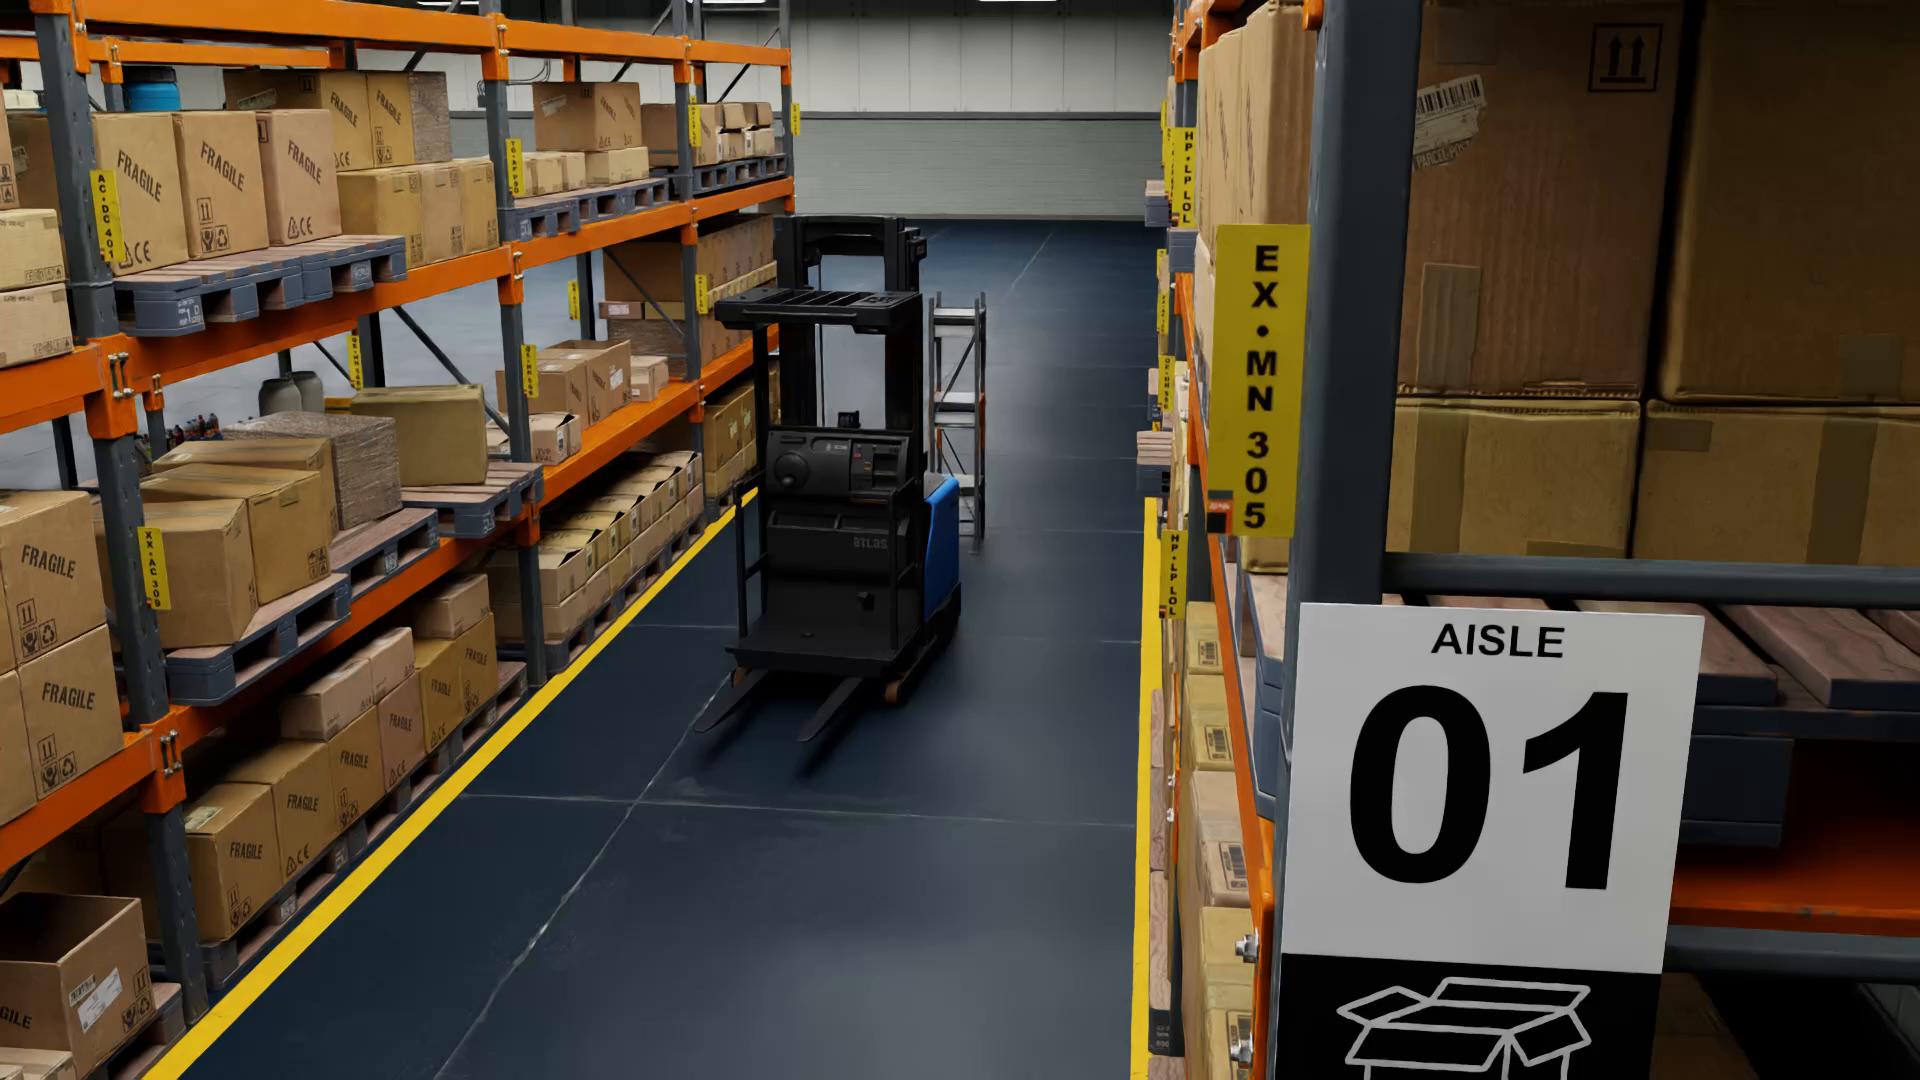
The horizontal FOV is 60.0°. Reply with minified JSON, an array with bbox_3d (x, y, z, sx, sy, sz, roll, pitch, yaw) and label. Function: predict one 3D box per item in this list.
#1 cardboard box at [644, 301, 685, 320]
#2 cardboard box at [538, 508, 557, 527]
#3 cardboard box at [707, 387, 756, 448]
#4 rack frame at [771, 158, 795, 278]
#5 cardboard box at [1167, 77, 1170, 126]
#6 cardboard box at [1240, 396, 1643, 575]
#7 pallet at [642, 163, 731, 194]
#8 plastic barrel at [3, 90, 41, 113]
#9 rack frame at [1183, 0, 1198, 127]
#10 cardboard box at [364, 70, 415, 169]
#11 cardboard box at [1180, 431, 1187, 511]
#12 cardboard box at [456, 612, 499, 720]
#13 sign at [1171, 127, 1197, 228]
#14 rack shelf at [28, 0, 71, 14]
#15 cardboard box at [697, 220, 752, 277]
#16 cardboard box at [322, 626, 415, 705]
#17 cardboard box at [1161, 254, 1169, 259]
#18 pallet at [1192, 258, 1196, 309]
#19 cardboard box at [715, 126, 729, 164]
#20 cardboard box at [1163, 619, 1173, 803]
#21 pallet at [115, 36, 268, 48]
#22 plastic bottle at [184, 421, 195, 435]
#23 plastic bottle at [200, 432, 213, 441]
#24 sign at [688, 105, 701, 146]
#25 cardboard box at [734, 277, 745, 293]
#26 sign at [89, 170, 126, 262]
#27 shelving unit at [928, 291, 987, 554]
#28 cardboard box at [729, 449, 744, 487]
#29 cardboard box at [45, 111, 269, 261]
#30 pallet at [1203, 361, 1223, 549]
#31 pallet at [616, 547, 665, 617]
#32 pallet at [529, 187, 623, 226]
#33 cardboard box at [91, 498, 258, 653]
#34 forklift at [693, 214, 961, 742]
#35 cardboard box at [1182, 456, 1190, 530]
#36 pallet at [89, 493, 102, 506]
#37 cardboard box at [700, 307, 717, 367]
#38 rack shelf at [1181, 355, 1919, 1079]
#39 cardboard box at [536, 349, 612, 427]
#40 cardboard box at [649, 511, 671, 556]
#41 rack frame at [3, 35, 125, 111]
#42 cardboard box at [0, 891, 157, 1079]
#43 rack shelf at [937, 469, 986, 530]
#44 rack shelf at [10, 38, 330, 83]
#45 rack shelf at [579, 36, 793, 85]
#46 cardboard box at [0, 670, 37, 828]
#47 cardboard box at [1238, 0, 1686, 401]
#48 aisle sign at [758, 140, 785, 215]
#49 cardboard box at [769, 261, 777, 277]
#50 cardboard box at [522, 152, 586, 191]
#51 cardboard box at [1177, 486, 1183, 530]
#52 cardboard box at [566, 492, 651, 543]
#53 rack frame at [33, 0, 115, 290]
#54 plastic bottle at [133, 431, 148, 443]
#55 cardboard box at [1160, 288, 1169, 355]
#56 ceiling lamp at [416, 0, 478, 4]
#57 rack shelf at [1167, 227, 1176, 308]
[{"bbox_3d":[-2.497,-1.988,14.332,0.380,0.149,0.250,2,15,6],"label":"cardboard box"},{"bbox_3d":[-3.245,-0.080,12.100,0.500,0.311,0.500,2,15,6],"label":"cardboard box"},{"bbox_3d":[-2.244,-1.170,15.769,0.500,0.500,0.500,2,15,6],"label":"cardboard box"},{"bbox_3d":[-2.269,-2.600,18.030,1.000,3.000,0.127,2,15,6],"label":"rack frame"},{"bbox_3d":[2.089,-3.822,14.658,0.500,0.500,0.500,1,15,4],"label":"cardboard box"},{"bbox_3d":[0.667,-0.129,2.439,0.500,0.250,0.500,2,15,8],"label":"cardboard box"},{"bbox_3d":[-2.650,-3.189,14.634,1.003,0.211,1.213,2,15,6],"label":"pallet"},{"bbox_3d":[-7.557,-3.091,13.141,0.600,0.901,0.600,0,15,0],"label":"plastic barrel"},{"bbox_3d":[1.751,-3.276,9.037,1.000,3.000,0.127,2,15,6],"label":"rack frame"},{"bbox_3d":[-3.285,-2.259,8.914,0.500,0.500,0.500,2,15,6],"label":"cardboard box"},{"bbox_3d":[1.223,-0.299,7.286,0.500,0.250,0.500,2,15,7],"label":"cardboard box"},{"bbox_3d":[-3.044,0.719,9.703,0.500,0.500,0.500,2,15,8],"label":"cardboard box"},{"bbox_3d":[0.759,-1.205,5.533,0.100,0.325,0.005,2,15,6],"label":"sign"},{"bbox_3d":[-3.848,-1.516,3.913,1.077,0.370,4.000,2,15,6],"label":"rack shelf"},{"bbox_3d":[-2.450,-2.872,16.362,0.700,0.500,0.500,2,15,6],"label":"cardboard box"},{"bbox_3d":[-3.157,0.637,8.569,0.500,0.250,0.500,1,15,5],"label":"cardboard box"},{"bbox_3d":[2.301,-2.639,16.988,0.500,0.500,0.500,2,15,6],"label":"cardboard box"},{"bbox_3d":[1.354,-0.937,6.502,0.805,0.209,1.217,1,15,4],"label":"pallet"},{"bbox_3d":[-2.340,-3.500,14.712,0.500,0.311,0.500,1,15,3],"label":"cardboard box"},{"bbox_3d":[1.432,0.869,8.516,0.750,0.750,0.750,2,15,6],"label":"cardboard box"},{"bbox_3d":[-7.441,-4.853,15.997,1.003,0.211,1.213,2,15,6],"label":"pallet"},{"bbox_3d":[-7.754,-1.066,16.742,0.097,0.271,0.097,0,15,0],"label":"plastic bottle"},{"bbox_3d":[-7.138,-0.840,15.754,0.144,0.351,0.185,2,15,8],"label":"plastic bottle"},{"bbox_3d":[-2.180,-3.398,13.643,0.100,0.325,0.005,2,15,6],"label":"sign"},{"bbox_3d":[-2.295,-2.454,16.057,0.380,0.149,0.250,1,15,5],"label":"cardboard box"},{"bbox_3d":[-3.083,-1.171,6.009,0.100,0.325,0.005,2,15,6],"label":"sign"},{"bbox_3d":[-0.019,-0.971,13.729,0.431,2.100,0.503,2,15,6],"label":"shelving unit"},{"bbox_3d":[-2.305,-0.679,15.388,0.500,0.250,0.500,2,15,6],"label":"cardboard box"},{"bbox_3d":[-3.440,-1.537,7.166,0.600,0.600,0.600,2,15,6],"label":"cardboard box"},{"bbox_3d":[1.057,-0.220,3.653,1.003,0.211,1.213,2,15,6],"label":"pallet"},{"bbox_3d":[-2.900,0.293,12.673,1.003,0.211,1.213,2,15,6],"label":"pallet"},{"bbox_3d":[-3.060,-2.350,11.723,1.003,0.211,1.213,2,15,9],"label":"pallet"},{"bbox_3d":[-3.347,0.145,6.882,0.700,0.500,0.500,-3,16,-13],"label":"cardboard box"},{"bbox_3d":[-0.828,-0.492,10.367,1.130,2.935,3.031,3,16,13],"label":"forklift"},{"bbox_3d":[1.165,-0.167,6.797,0.500,0.250,0.500,2,15,7],"label":"cardboard box"},{"bbox_3d":[-7.691,-0.158,14.343,1.003,0.211,1.213,2,15,6],"label":"pallet"},{"bbox_3d":[-2.623,-1.863,15.113,0.700,0.500,0.500,2,15,6],"label":"cardboard box"},{"bbox_3d":[1.074,0.076,3.768,1.077,0.370,4.000,2,15,6],"label":"rack shelf"},{"bbox_3d":[-2.939,-1.145,12.459,0.500,0.500,0.500,2,15,6],"label":"cardboard box"},{"bbox_3d":[-2.595,-0.058,13.092,0.500,0.250,0.500,2,15,8],"label":"cardboard box"},{"bbox_3d":[-7.641,-4.605,13.953,1.000,3.000,0.127,2,15,6],"label":"rack frame"},{"bbox_3d":[-3.405,1.663,6.211,0.500,0.500,0.500,2,15,6],"label":"cardboard box"},{"bbox_3d":[-0.019,-0.282,13.915,0.431,0.518,0.480,2,15,6],"label":"rack shelf"},{"bbox_3d":[-7.416,-4.584,16.018,1.077,0.370,4.000,2,15,6],"label":"rack shelf"},{"bbox_3d":[-2.494,-4.437,15.474,1.077,0.370,4.000,2,15,6],"label":"rack shelf"},{"bbox_3d":[-3.481,0.735,5.505,0.500,0.500,0.500,2,15,8],"label":"cardboard box"},{"bbox_3d":[0.660,-0.491,2.341,0.500,0.500,0.500,2,15,6],"label":"cardboard box"},{"bbox_3d":[-1.970,-3.863,17.721,0.394,0.787,0.004,2,15,6],"label":"aisle sign"},{"bbox_3d":[-2.123,-2.856,17.545,0.380,0.149,0.250,1,15,5],"label":"cardboard box"},{"bbox_3d":[-2.997,-2.646,11.939,0.500,0.250,0.500,0,15,2],"label":"cardboard box"},{"bbox_3d":[1.214,0.066,7.371,0.500,0.500,0.500,2,15,6],"label":"cardboard box"},{"bbox_3d":[-2.652,-0.200,12.545,0.500,0.311,0.500,2,15,6],"label":"cardboard box"},{"bbox_3d":[-3.623,-2.383,5.737,1.000,3.000,0.127,2,15,6],"label":"rack frame"},{"bbox_3d":[-7.833,-0.868,15.858,0.144,0.351,0.185,1,15,3],"label":"plastic bottle"},{"bbox_3d":[1.948,-1.848,14.063,0.500,0.500,0.500,2,15,6],"label":"cardboard box"},{"bbox_3d":[-12.853,-15.310,42.361,2.000,3.185,0.800,2,15,6],"label":"ceiling lamp"},{"bbox_3d":[1.977,-1.999,11.441,1.077,0.370,4.000,2,15,6],"label":"rack shelf"}]
